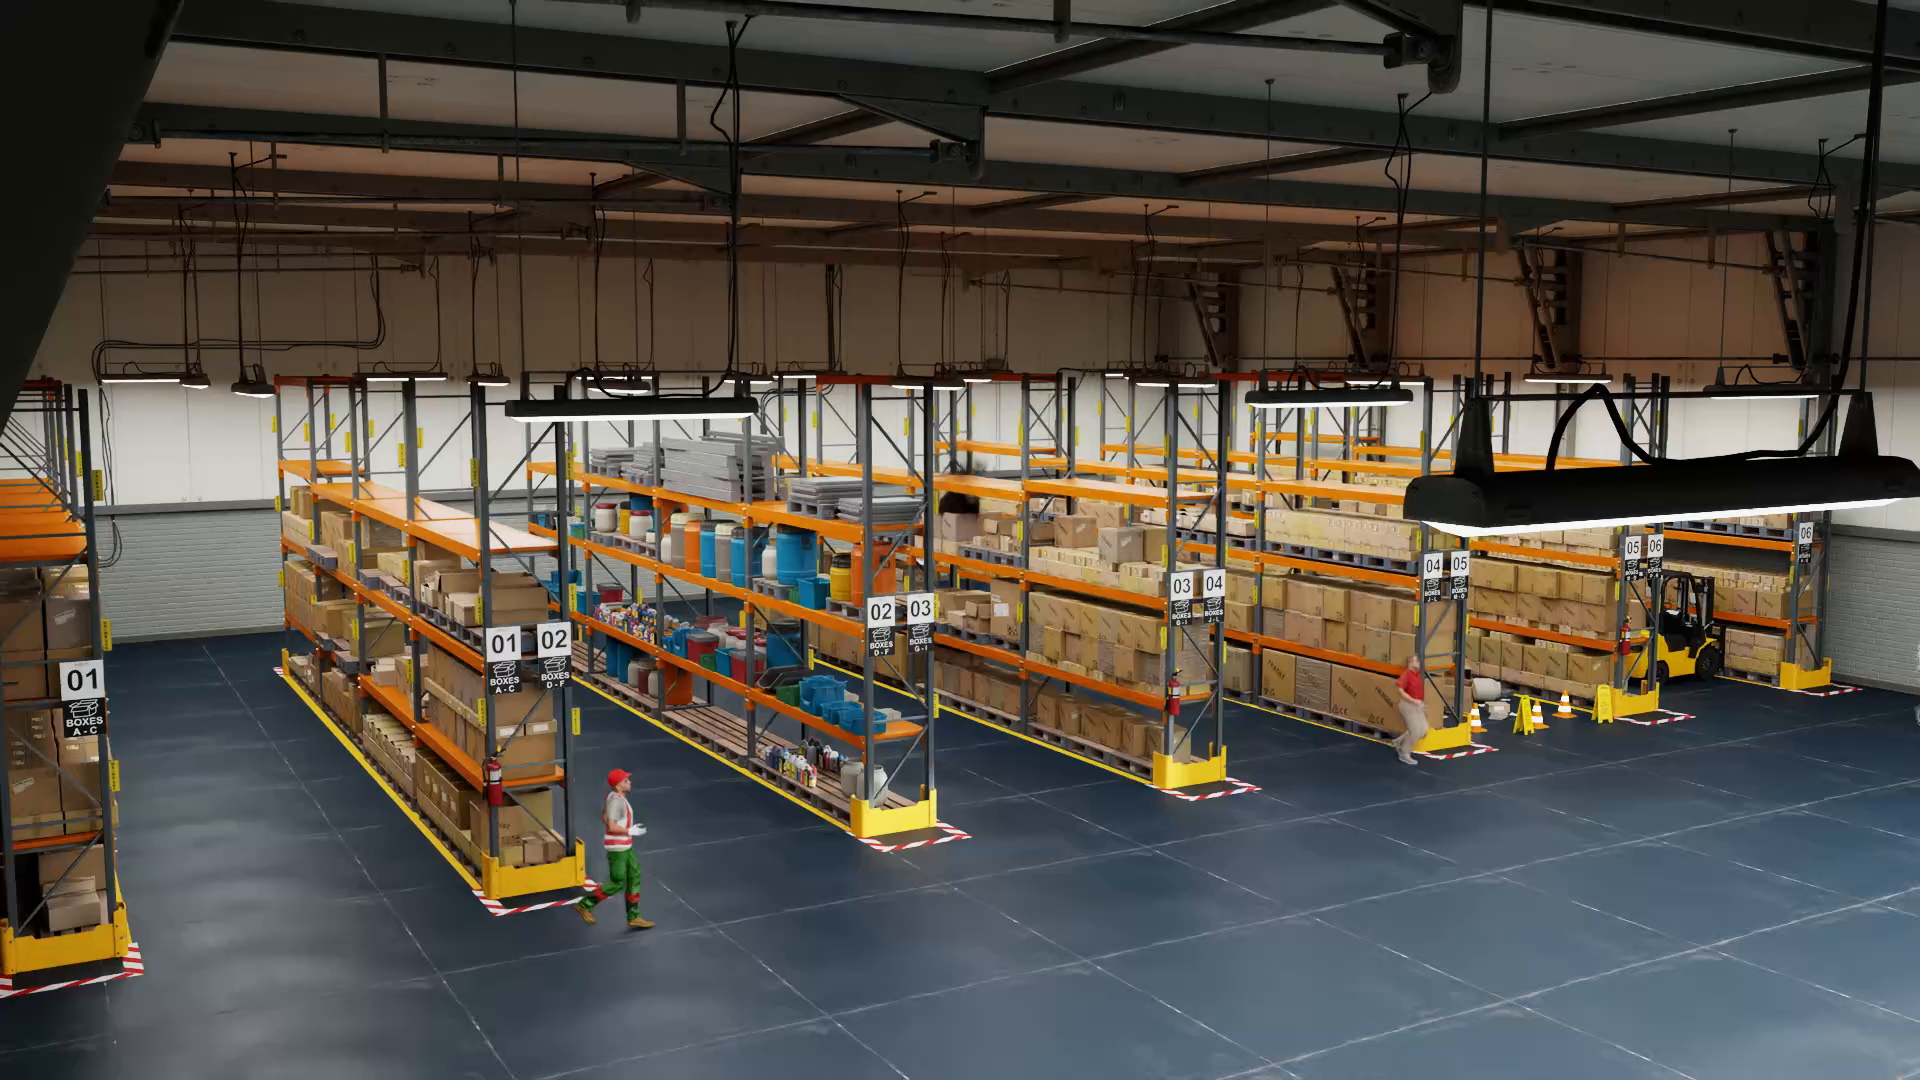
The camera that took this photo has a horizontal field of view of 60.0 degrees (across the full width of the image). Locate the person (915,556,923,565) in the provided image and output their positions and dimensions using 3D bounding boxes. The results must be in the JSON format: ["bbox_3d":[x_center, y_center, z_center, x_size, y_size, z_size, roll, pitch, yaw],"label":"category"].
[{"bbox_3d":[-1.139,1.014,41.287,0.654,1.660,0.644,4,8,35],"label":"person"}]

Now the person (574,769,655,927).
[{"bbox_3d":[-3.853,3.435,18.515,0.866,1.782,0.668,-1,6,-7],"label":"person"}]

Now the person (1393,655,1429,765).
[{"bbox_3d":[7.092,2.650,26.099,0.569,1.684,0.694,5,8,36],"label":"person"}]
